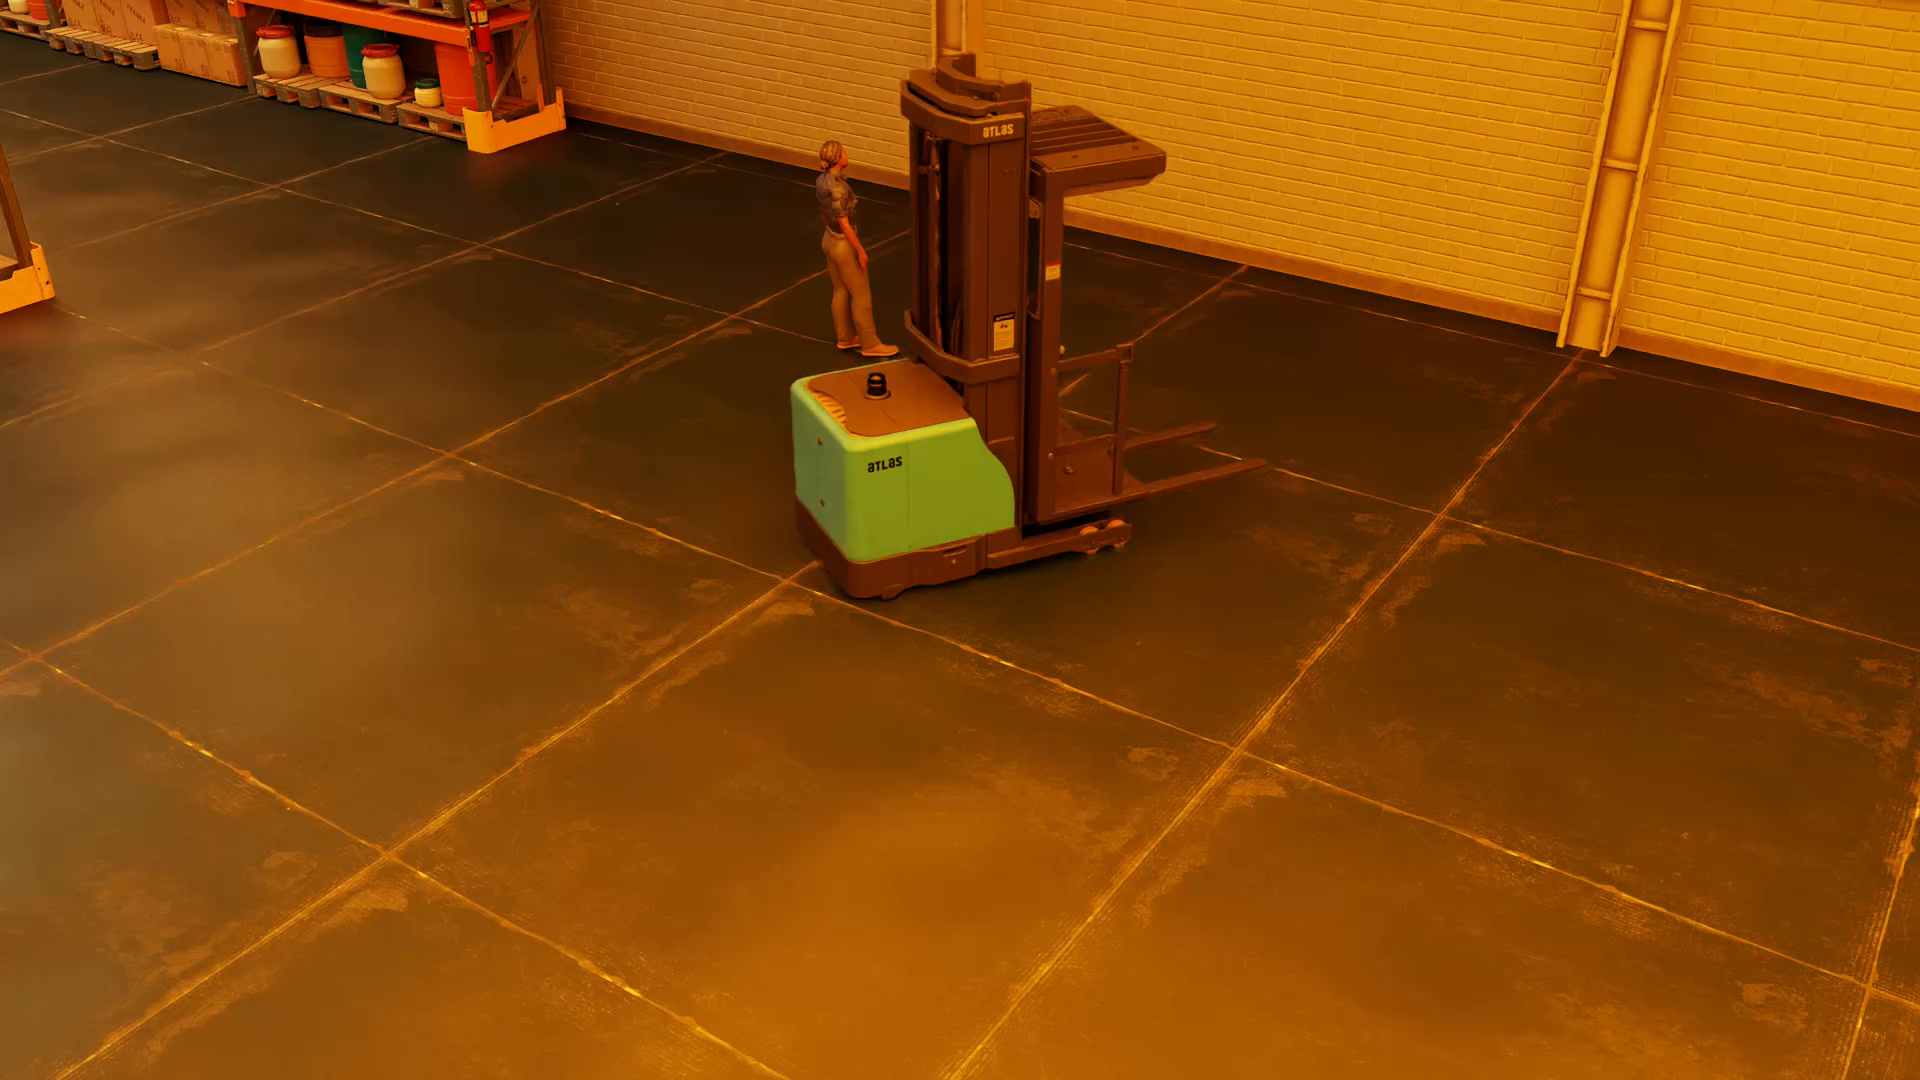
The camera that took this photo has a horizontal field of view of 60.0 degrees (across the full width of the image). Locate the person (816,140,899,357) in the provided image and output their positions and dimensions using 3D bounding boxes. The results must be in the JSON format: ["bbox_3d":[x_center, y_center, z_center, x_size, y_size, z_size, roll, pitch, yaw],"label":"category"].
[{"bbox_3d":[-0.809,-2.234,12.686,0.505,1.654,0.568,-14,33,-23],"label":"person"}]

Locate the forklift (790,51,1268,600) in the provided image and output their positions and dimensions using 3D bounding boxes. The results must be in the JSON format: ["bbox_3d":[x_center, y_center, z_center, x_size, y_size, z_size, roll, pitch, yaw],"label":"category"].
[{"bbox_3d":[0.518,-1.409,10.007,3.031,2.935,1.130,-13,33,-22],"label":"forklift"}]
